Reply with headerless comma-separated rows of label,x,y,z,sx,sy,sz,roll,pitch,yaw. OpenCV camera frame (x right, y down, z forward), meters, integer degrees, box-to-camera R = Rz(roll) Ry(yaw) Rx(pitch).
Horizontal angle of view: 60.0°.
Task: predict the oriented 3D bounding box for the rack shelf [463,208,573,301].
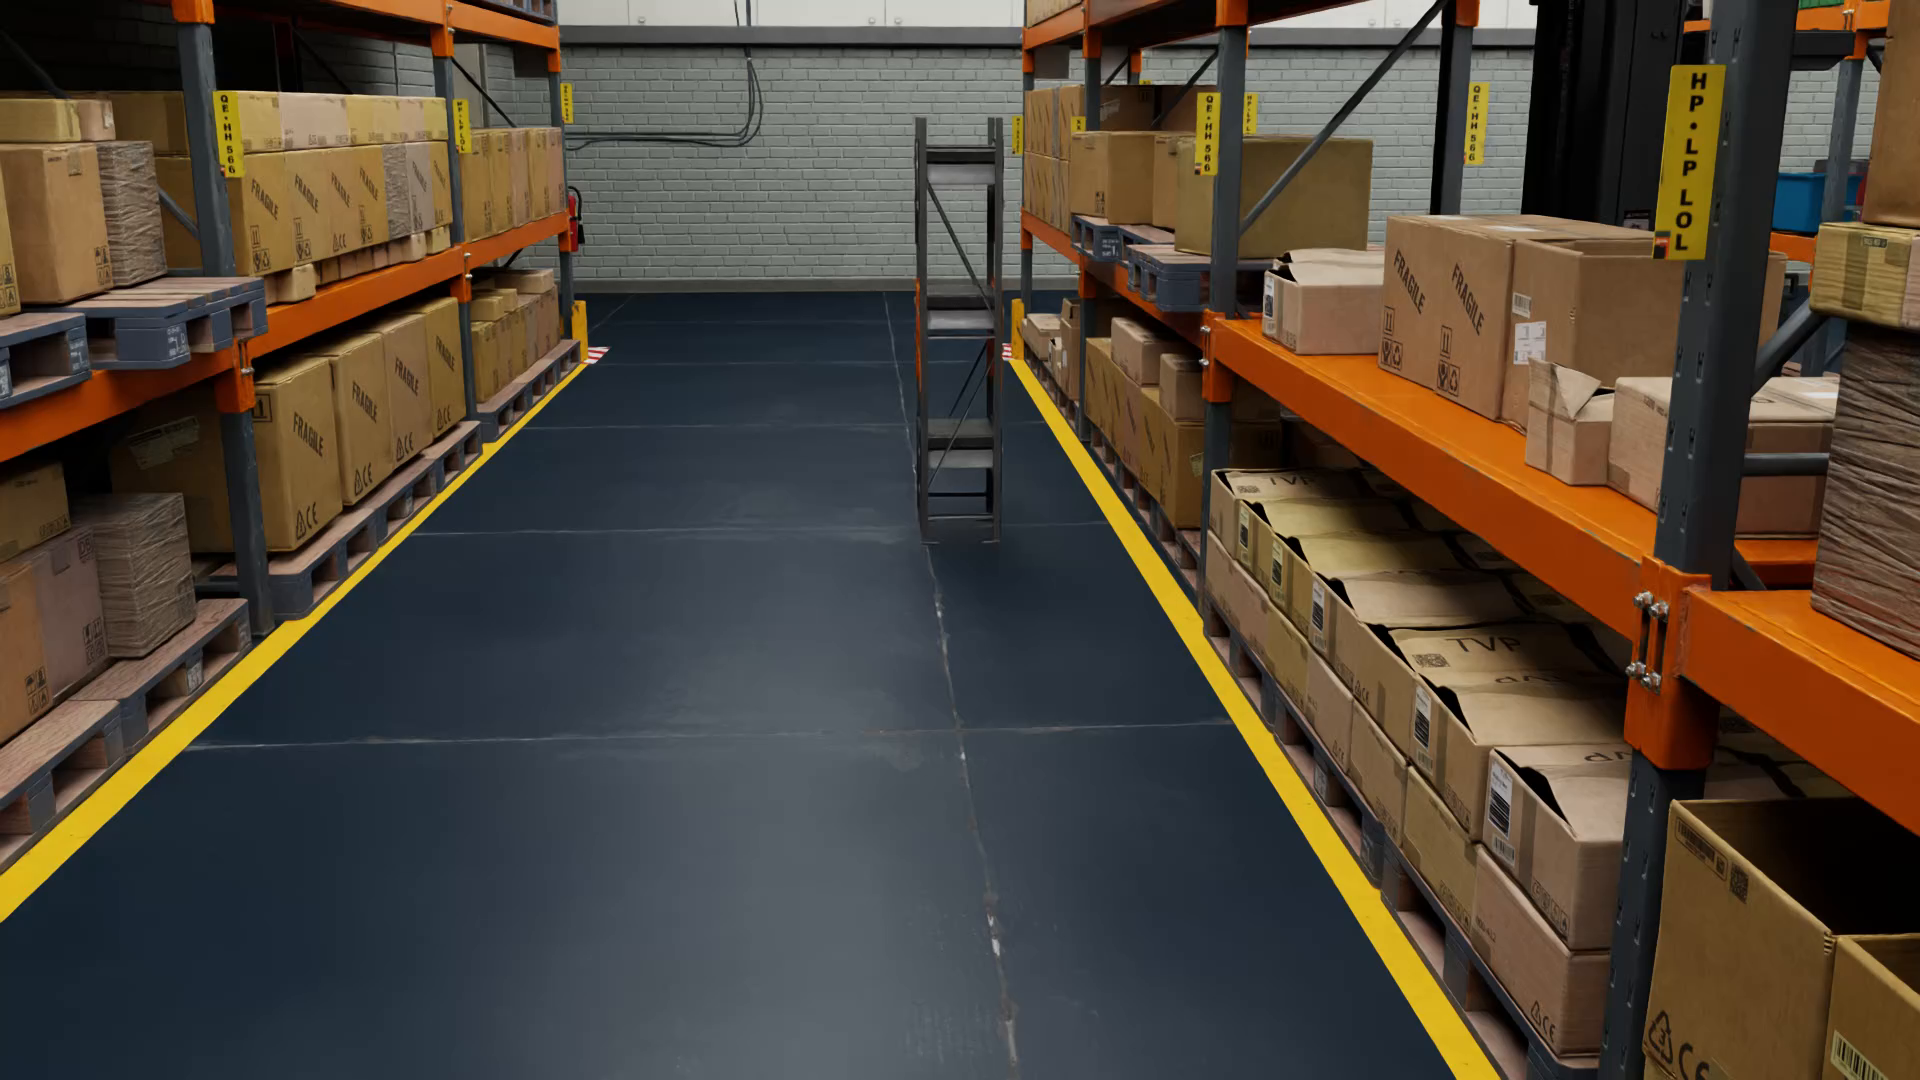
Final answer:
rack shelf,-3.771,-2.195,12.480,1.077,0.370,4.000,-1,14,-3

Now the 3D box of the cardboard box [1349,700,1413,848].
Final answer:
cardboard box,1.416,0.643,4.682,0.500,0.250,0.500,-1,14,-2

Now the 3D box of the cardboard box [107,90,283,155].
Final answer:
cardboard box,-3.172,-1.740,6.927,0.500,0.250,0.500,-1,14,-2

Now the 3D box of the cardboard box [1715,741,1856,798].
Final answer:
cardboard box,2.015,0.617,3.660,0.500,0.311,0.500,-1,14,-3

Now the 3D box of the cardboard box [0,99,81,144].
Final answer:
cardboard box,-3.314,-1.461,5.801,0.380,0.149,0.250,-3,15,-13

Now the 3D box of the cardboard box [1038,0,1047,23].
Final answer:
cardboard box,0.878,-4.117,12.790,0.500,0.250,0.500,-1,14,-3

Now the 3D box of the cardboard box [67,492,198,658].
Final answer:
cardboard box,-3.303,0.125,6.154,0.700,0.500,0.500,-1,14,-3

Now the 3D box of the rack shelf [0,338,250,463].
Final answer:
rack shelf,-3.276,-0.205,4.747,1.077,0.370,4.000,-1,14,-3

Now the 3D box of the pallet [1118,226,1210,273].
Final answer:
pallet,1.419,-1.519,8.795,1.003,0.211,1.213,-1,14,-3

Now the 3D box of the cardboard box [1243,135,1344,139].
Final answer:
cardboard box,1.527,-1.765,8.324,0.700,0.500,0.500,2,15,7

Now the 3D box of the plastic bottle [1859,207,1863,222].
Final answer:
plastic bottle,5.838,-2.044,10.686,0.061,0.283,0.133,-1,14,-3

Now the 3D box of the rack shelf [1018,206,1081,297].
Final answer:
rack shelf,1.173,-2.272,12.781,1.077,0.370,4.000,-1,14,-3

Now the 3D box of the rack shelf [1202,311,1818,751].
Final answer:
rack shelf,1.668,-0.282,5.048,1.077,0.370,4.000,-1,14,-3

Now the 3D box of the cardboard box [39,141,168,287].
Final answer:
cardboard box,-3.360,-1.196,6.070,0.700,0.500,0.500,-3,15,-10

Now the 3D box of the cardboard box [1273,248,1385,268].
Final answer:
cardboard box,1.523,-0.994,6.548,0.500,0.311,0.500,0,14,0

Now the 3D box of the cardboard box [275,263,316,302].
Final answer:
cardboard box,-3.128,-1.154,7.458,0.380,0.149,0.250,0,14,-2

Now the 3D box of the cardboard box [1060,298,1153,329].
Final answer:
cardboard box,1.175,-1.594,12.830,0.797,0.503,0.637,-1,14,-3

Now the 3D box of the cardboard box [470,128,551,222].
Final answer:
cardboard box,-3.797,-2.878,13.091,0.980,0.700,0.700,-1,14,-4

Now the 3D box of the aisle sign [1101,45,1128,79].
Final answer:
aisle sign,1.350,-4.398,14.385,0.394,0.787,0.004,-1,14,-3

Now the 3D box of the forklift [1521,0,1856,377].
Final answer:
forklift,3.728,-1.523,8.563,3.031,2.935,1.130,-2,15,-6

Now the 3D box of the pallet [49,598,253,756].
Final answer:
pallet,-3.353,0.494,6.183,1.003,0.211,1.213,-1,14,-3

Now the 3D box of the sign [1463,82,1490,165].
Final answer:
sign,2.098,-1.698,6.784,0.100,0.325,0.005,-1,14,-3

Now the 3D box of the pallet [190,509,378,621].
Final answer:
pallet,-3.373,0.102,7.705,1.003,0.211,1.213,-1,14,-3

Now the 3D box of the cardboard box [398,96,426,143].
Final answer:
cardboard box,-3.341,-2.371,9.381,0.500,0.250,0.500,-1,14,-2

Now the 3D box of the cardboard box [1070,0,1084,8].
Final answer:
cardboard box,1.001,-3.620,10.857,0.500,0.250,0.500,-1,14,-3

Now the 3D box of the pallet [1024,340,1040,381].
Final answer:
pallet,1.104,-1.550,14.128,1.003,0.211,1.213,-1,14,-3

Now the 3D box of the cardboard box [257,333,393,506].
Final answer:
cardboard box,-3.362,-0.616,8.372,0.750,0.750,0.750,-1,14,-4

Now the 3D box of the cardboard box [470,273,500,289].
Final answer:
cardboard box,-3.927,-2.077,13.450,0.380,0.149,0.250,-1,14,-3

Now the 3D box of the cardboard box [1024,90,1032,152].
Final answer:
cardboard box,0.813,-3.536,14.042,0.500,0.500,0.500,0,14,-2

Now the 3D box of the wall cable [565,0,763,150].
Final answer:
wall cable,-3.889,-5.854,19.451,3.097,2.526,0.112,-1,14,-3

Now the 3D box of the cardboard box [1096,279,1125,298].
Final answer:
cardboard box,1.328,-1.989,14.370,0.500,0.500,0.500,-1,14,-3

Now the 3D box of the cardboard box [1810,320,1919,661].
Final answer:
cardboard box,1.826,-0.072,2.584,0.700,0.500,0.500,-1,14,-5

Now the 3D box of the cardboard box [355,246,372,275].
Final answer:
cardboard box,-3.304,-1.471,8.688,0.380,0.149,0.250,0,14,-2

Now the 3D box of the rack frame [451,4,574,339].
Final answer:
rack frame,-3.895,-3.040,14.323,1.000,3.000,0.127,-1,14,-3

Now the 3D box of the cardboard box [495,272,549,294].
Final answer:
cardboard box,-3.546,-2.082,13.471,0.380,0.149,0.250,0,14,-2

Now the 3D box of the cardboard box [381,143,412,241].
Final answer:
cardboard box,-3.303,-1.885,8.995,0.500,0.500,0.500,-1,14,-3

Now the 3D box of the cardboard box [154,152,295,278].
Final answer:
cardboard box,-3.174,-1.378,7.023,0.500,0.500,0.500,0,14,-2

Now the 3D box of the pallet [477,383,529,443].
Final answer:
pallet,-3.616,-0.885,11.544,1.003,0.211,1.213,-1,14,-3

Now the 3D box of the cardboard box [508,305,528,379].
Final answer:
cardboard box,-3.649,-1.479,12.427,0.700,0.500,0.500,-1,14,-2

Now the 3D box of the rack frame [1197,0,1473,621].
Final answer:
rack frame,1.544,-1.128,6.891,1.000,3.000,0.127,-1,14,-3

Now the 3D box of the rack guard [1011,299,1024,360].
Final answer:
rack guard,1.053,-1.888,14.862,1.175,0.500,0.348,-1,14,-3

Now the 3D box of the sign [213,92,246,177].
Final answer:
sign,-2.858,-1.584,6.498,0.100,0.325,0.005,-1,14,-3

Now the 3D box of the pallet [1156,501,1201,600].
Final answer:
pallet,1.536,0.036,7.963,1.003,0.211,1.213,-1,14,-3

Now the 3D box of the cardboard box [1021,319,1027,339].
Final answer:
cardboard box,0.732,-1.841,14.499,0.380,0.149,0.250,-1,14,-3

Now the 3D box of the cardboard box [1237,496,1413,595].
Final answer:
cardboard box,1.325,-0.006,6.081,0.500,0.311,0.500,-1,14,-5

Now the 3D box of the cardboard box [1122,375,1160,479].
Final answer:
cardboard box,1.182,-0.619,9.045,0.500,0.500,0.500,-1,14,-6

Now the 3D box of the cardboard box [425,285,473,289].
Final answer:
cardboard box,-3.864,-1.825,12.470,0.380,0.149,0.250,-1,14,-4

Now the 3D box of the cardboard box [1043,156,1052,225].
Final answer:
cardboard box,0.908,-2.674,12.700,0.500,0.500,0.500,-1,14,-3

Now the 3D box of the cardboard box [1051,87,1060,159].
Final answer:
cardboard box,0.941,-3.030,12.076,0.500,0.500,0.500,-1,14,-3

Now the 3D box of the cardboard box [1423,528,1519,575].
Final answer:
cardboard box,1.890,0.110,5.630,0.500,0.311,0.500,-1,14,-4

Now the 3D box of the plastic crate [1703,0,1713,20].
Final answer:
plastic crate,5.822,-4.033,12.398,0.437,0.282,0.530,-1,14,-3

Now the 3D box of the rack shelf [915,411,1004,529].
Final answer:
rack shelf,-0.010,-0.367,8.603,0.431,0.518,0.480,-1,14,-3

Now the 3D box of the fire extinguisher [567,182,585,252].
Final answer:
fire extinguisher,-3.444,-2.867,14.553,0.296,0.674,0.183,-1,14,-3

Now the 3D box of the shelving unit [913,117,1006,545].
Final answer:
shelving unit,-0.010,-1.058,8.425,0.431,2.100,0.503,-1,14,-3

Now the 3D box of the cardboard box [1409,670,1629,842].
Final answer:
cardboard box,1.442,0.498,4.122,0.500,0.311,0.500,0,14,-2

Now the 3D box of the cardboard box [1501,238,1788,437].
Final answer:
cardboard box,1.728,-0.504,4.265,0.500,0.500,0.500,0,14,1

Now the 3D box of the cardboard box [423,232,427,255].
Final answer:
cardboard box,-3.334,-1.726,9.680,0.380,0.149,0.250,0,14,-2

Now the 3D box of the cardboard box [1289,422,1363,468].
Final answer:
cardboard box,1.801,-0.248,7.605,0.500,0.500,0.500,0,14,-1

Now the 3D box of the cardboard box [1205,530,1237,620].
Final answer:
cardboard box,1.284,0.135,6.658,0.500,0.250,0.500,-1,14,-4
